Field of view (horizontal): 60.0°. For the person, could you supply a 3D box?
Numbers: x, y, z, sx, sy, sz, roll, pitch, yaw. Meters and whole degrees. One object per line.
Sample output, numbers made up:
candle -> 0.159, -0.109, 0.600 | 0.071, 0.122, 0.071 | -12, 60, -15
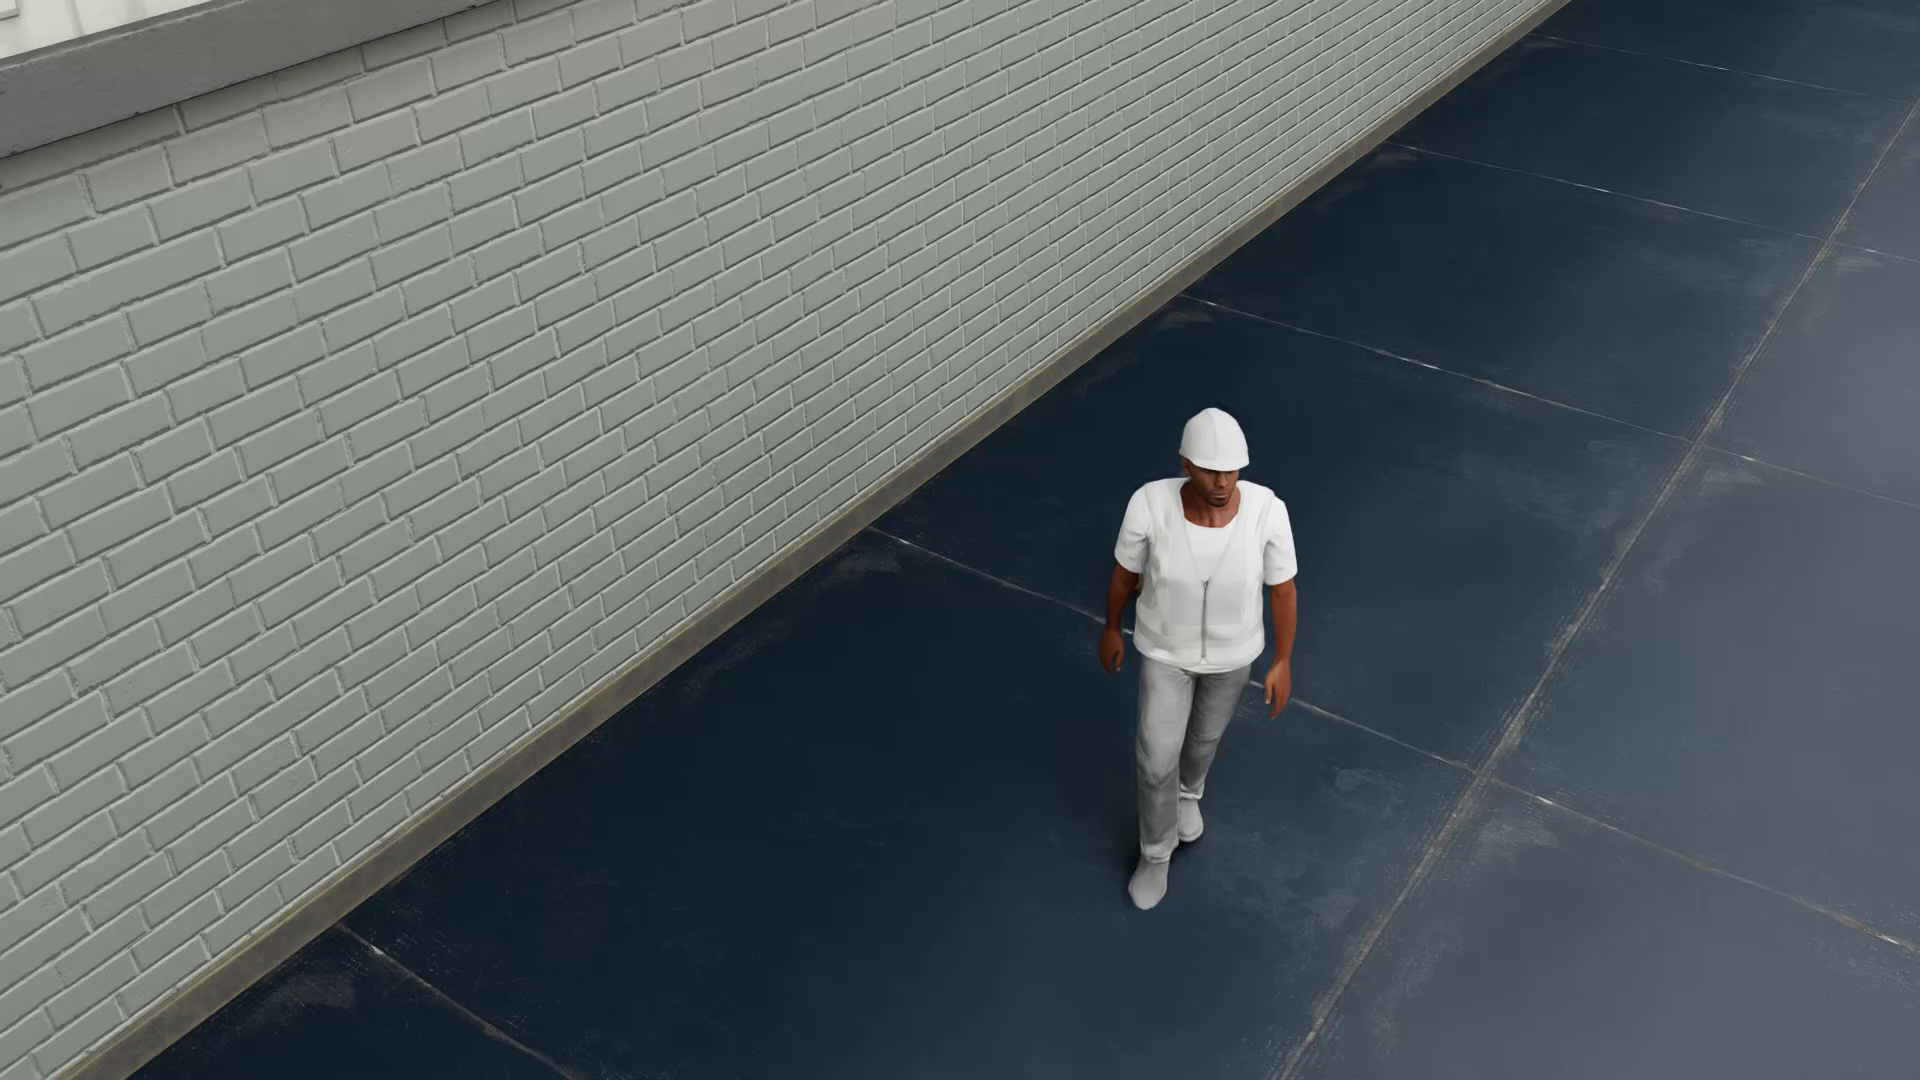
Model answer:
person -> 0.789, 0.404, 5.551 | 0.623, 1.825, 0.595 | 0, 34, 0
